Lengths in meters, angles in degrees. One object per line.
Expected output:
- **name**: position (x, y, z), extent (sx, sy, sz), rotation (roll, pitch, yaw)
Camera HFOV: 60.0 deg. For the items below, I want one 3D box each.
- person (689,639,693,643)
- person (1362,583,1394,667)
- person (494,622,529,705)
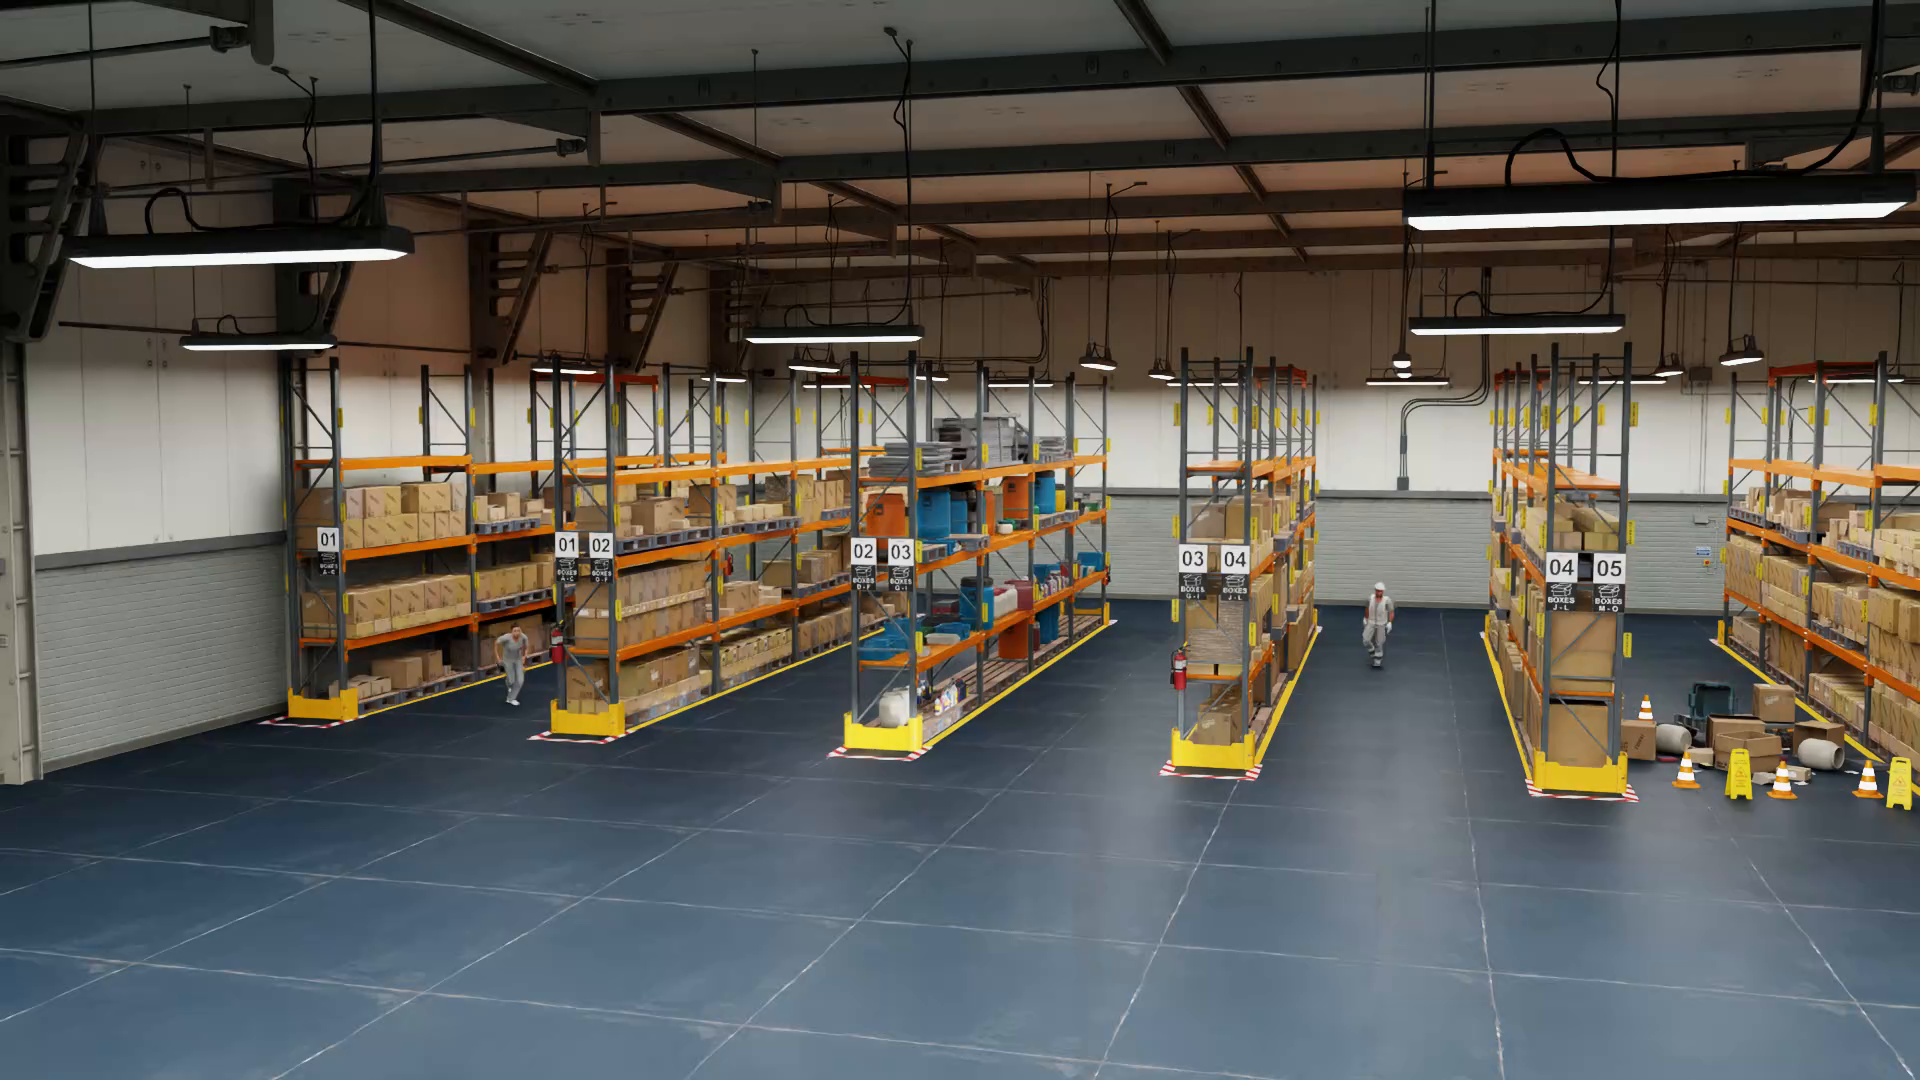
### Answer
- **person**: position (-5.999, 1.530, 36.129), extent (0.544, 1.593, 0.887), rotation (0, 4, 5)
- **person**: position (8.328, 1.696, 33.174), extent (0.685, 1.729, 0.622), rotation (2, 5, 27)
- **person**: position (-7.830, 2.143, 28.988), extent (0.582, 1.490, 0.821), rotation (-2, 5, -27)
